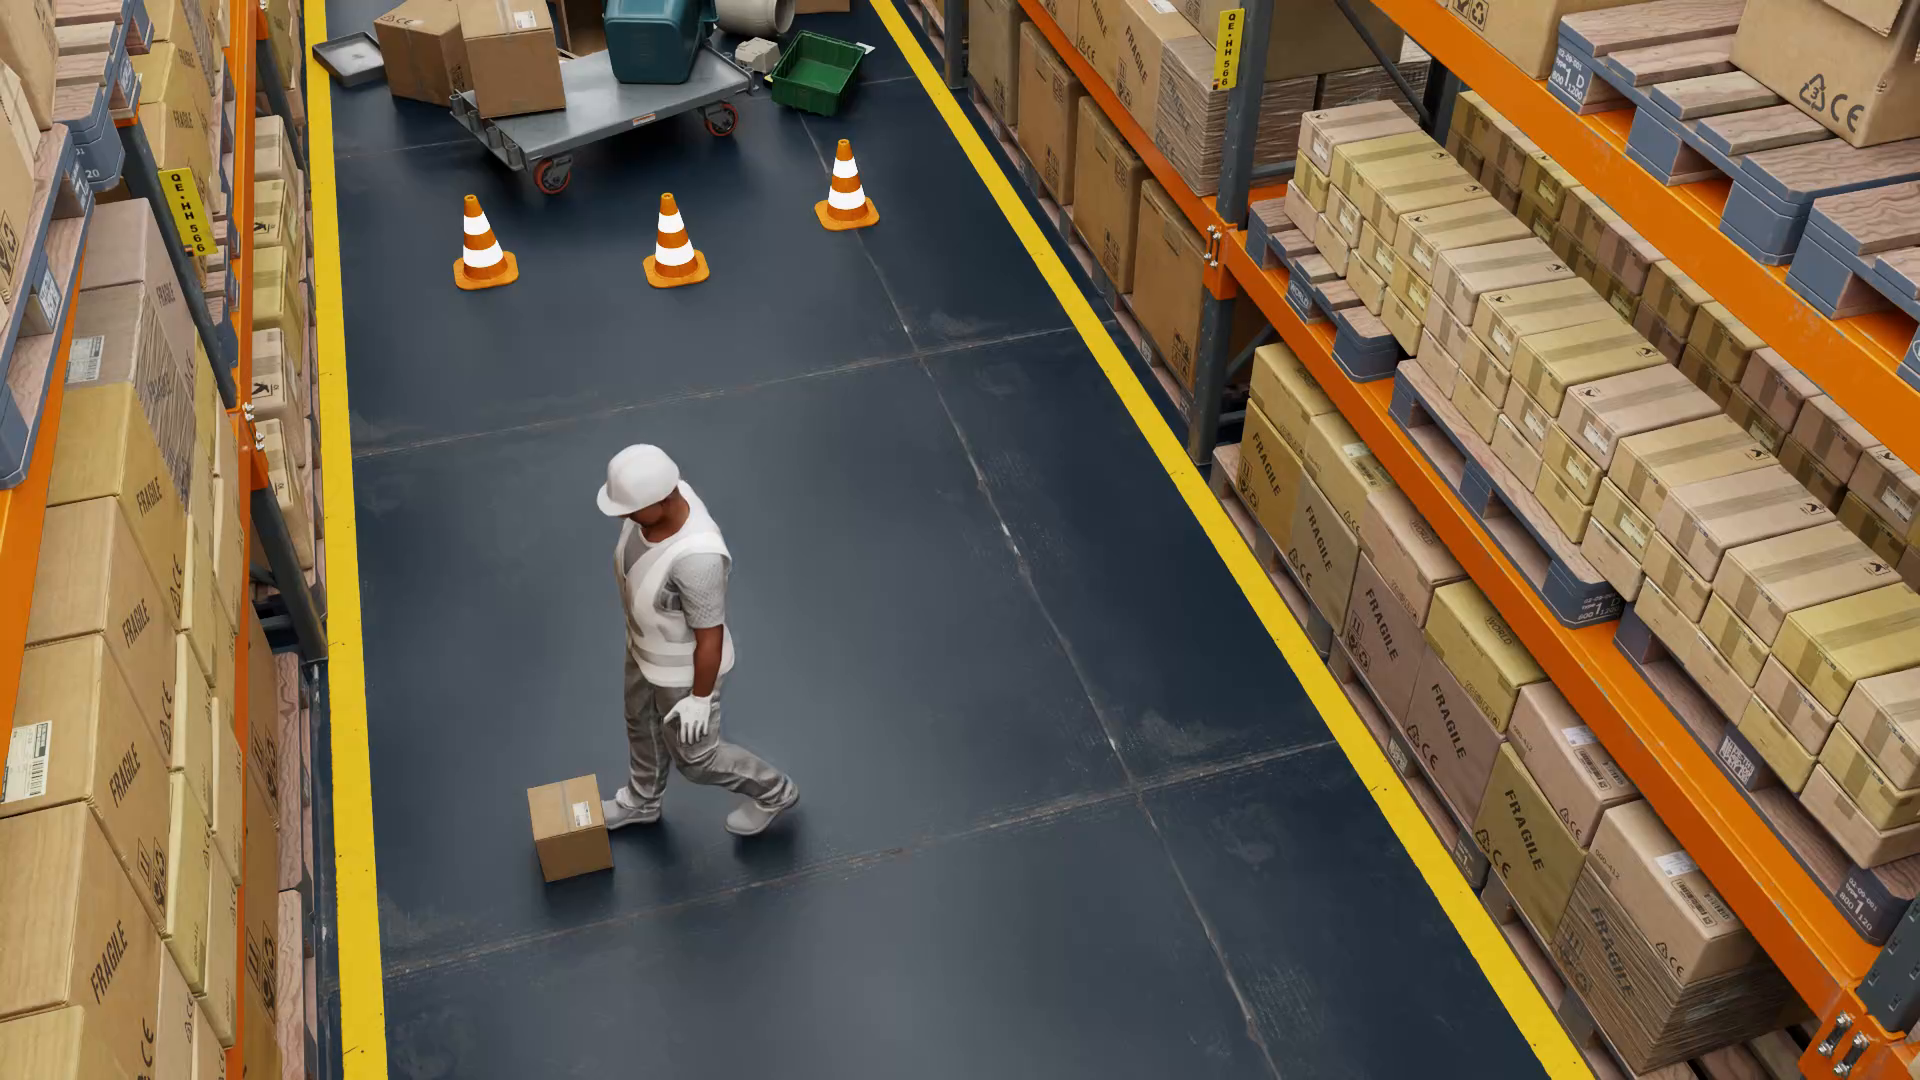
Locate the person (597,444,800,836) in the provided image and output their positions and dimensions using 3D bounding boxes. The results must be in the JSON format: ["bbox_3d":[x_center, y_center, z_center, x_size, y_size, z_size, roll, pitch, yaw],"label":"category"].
[{"bbox_3d":[-1.005,0.409,5.676,0.772,1.766,0.606,-18,45,-19],"label":"person"}]
